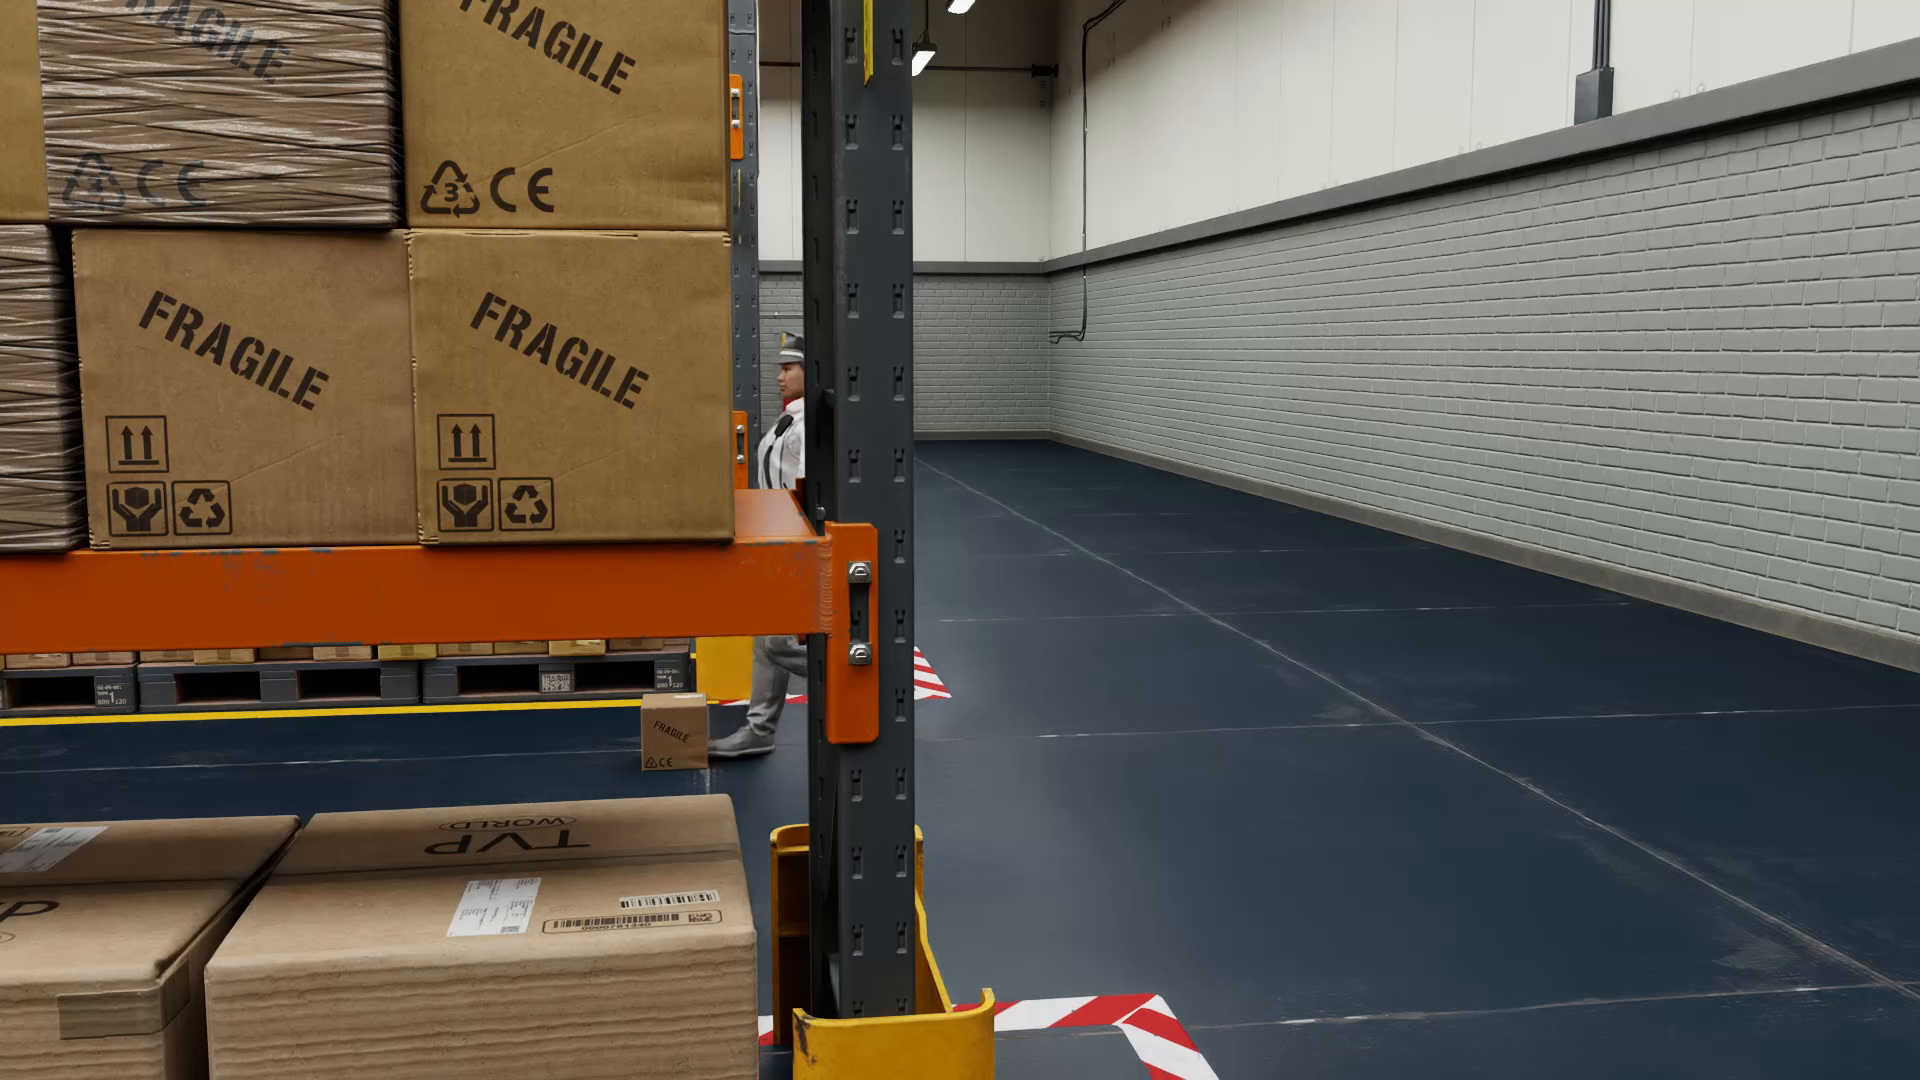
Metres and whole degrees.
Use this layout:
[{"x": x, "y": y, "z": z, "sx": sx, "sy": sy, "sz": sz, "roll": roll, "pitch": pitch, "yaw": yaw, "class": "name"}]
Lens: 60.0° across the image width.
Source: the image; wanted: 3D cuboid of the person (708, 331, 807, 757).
[{"x": -0.664, "y": 0.023, "z": 6.480, "sx": 0.683, "sy": 1.666, "sz": 0.503, "roll": -2, "pitch": 7, "yaw": -17, "class": "person"}]
